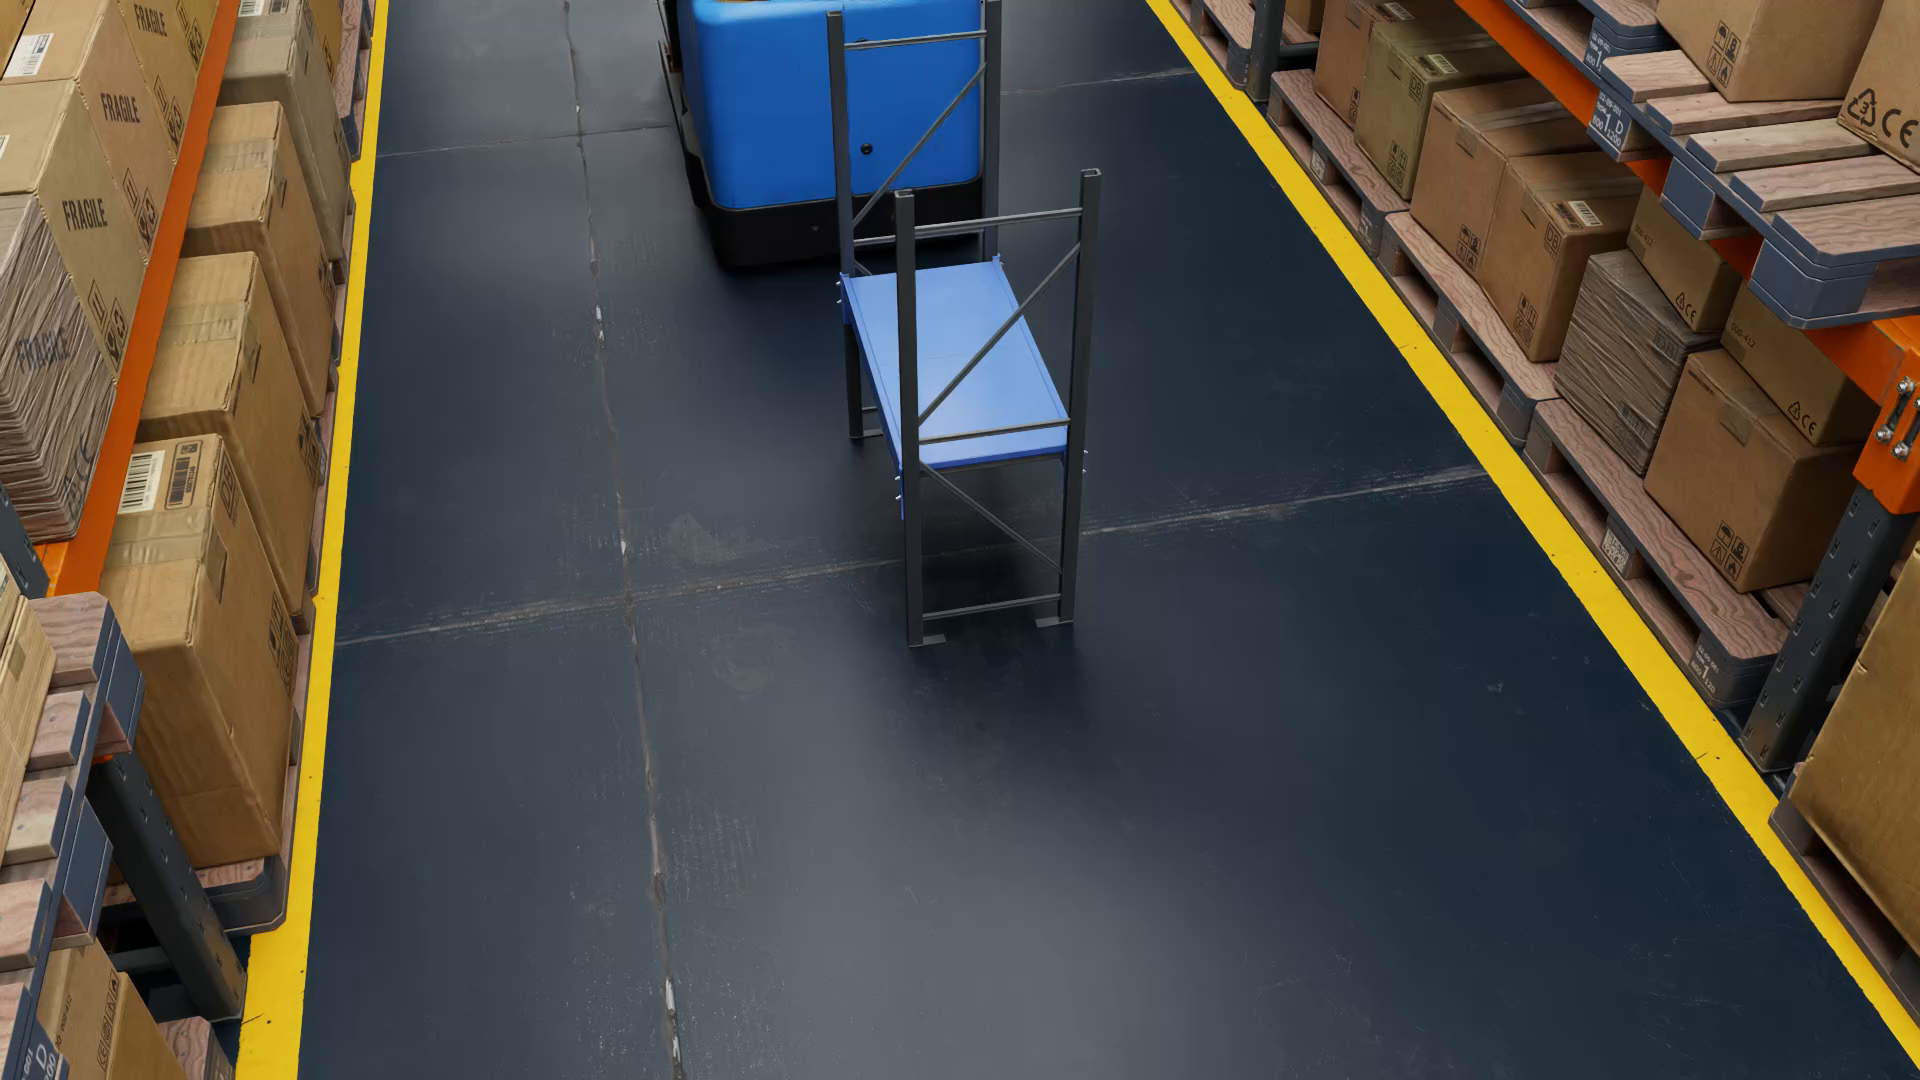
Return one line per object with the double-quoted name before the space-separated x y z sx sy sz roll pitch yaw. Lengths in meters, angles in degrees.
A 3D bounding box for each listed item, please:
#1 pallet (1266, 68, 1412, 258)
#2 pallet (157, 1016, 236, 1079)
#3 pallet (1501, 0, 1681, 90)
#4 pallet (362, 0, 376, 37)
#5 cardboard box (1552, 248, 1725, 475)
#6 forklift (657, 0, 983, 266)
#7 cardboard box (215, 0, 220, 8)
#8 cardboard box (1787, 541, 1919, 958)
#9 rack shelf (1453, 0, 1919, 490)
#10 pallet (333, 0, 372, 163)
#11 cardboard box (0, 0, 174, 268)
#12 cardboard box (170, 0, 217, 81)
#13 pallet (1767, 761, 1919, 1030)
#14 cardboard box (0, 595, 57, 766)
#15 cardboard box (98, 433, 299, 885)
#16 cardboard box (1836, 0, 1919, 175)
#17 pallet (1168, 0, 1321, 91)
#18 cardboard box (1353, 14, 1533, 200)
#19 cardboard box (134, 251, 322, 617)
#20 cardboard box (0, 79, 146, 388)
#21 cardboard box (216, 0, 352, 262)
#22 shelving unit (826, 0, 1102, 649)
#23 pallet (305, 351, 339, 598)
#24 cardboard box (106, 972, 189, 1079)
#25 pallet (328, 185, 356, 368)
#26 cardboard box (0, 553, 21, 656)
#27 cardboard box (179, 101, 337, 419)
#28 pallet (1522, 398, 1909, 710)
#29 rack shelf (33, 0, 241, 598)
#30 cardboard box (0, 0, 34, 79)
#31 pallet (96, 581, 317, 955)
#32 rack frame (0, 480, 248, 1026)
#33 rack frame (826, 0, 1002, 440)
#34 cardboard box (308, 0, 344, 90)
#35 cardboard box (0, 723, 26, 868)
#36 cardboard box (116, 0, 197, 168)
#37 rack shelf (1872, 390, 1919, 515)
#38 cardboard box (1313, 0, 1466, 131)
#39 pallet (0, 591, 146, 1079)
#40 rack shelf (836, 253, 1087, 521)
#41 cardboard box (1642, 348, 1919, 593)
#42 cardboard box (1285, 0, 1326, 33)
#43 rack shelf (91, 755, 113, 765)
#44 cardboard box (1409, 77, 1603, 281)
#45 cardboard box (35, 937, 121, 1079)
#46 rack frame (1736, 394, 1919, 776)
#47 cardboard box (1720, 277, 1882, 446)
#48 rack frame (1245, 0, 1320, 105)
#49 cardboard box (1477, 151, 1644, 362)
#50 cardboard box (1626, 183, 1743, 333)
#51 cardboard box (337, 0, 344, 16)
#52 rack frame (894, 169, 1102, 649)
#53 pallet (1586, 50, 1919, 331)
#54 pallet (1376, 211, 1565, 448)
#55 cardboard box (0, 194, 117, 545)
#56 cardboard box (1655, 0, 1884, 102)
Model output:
"pallet" 1.962 -1.637 6.935 1.003 0.211 1.213 -8 42 -9
"pallet" -2.042 1.604 3.284 1.003 0.211 1.213 -8 42 -9
"pallet" 2.188 -1.797 5.159 1.003 0.211 1.213 -8 42 -9
"pallet" -3.427 -2.792 8.237 1.003 0.211 1.213 -8 42 -9
"cardboard box" 2.359 -0.610 5.229 0.700 0.500 0.500 -12 43 -13
"forklift" -0.751 -3.125 6.563 1.130 2.935 3.031 -9 42 -10
"cardboard box" -2.590 -1.949 5.110 0.500 0.500 0.500 -9 42 -10
"cardboard box" 2.784 0.497 3.715 1.225 0.875 0.875 -10 43 -11
"rack shelf" 2.224 -1.619 5.356 1.077 0.370 4.000 -8 42 -9
"pallet" -3.160 -2.000 7.344 1.003 0.211 1.213 -8 42 -9
"cardboard box" -2.263 -0.969 4.007 0.500 0.500 0.500 -8 42 -9
"cardboard box" -2.481 -1.621 4.741 0.500 0.500 0.500 -8 42 -9
"pallet" 2.752 0.974 3.994 1.003 0.211 1.213 -8 42 -9
"cardboard box" -1.654 0.245 2.588 0.380 0.149 0.250 -8 42 -9
"cardboard box" -2.253 0.331 3.996 1.050 0.750 0.750 -9 42 -10
"cardboard box" 2.500 -1.130 3.872 0.500 0.500 0.500 -13 43 -15
"pallet" 1.613 -2.571 7.988 1.003 0.211 1.213 -8 42 -9
"cardboard box" 1.988 -1.701 6.458 0.700 0.500 0.500 -9 42 -10
"cardboard box" -2.445 -0.235 4.634 1.050 0.750 0.750 -8 42 -9
"cardboard box" -2.155 -0.642 3.639 0.500 0.500 0.500 -9 42 -10
"cardboard box" -2.851 -1.465 6.019 1.050 0.750 0.750 -9 42 -10
"shelving unit" -0.018 -0.616 4.814 0.538 1.500 1.048 -8 42 -9
"pallet" -2.566 -0.214 5.332 1.003 0.211 1.213 -8 42 -9
"cardboard box" -1.812 1.221 3.182 0.500 0.500 0.500 -9 42 -9
"pallet" -2.832 -1.007 6.225 1.003 0.211 1.213 -8 42 -9
"cardboard box" -1.658 0.135 2.488 0.380 0.149 0.250 -8 42 -8
"cardboard box" -2.646 -0.839 5.314 1.050 0.750 0.750 -8 42 -9
"pallet" 2.489 -0.055 5.153 1.003 0.211 1.213 -8 42 -9
"rack shelf" -2.641 -0.973 4.629 1.077 0.370 4.000 -8 42 -9
"cardboard box" -2.520 -1.310 3.637 0.700 0.500 0.500 -9 42 -10
"pallet" -2.306 0.575 4.443 1.003 0.211 1.213 -8 42 -9
"rack frame" -2.209 0.054 2.930 1.000 3.000 0.127 -8 42 -9
"rack frame" -0.128 -0.946 5.186 0.500 1.500 0.032 -8 42 -9
"cardboard box" -3.140 -2.319 6.887 0.875 0.875 0.875 -8 42 -9
"cardboard box" -1.602 0.406 2.406 0.380 0.149 0.250 -8 42 -9
"cardboard box" -2.369 -1.292 4.371 0.500 0.500 0.500 -9 42 -10
"rack shelf" 3.087 0.974 2.435 1.077 0.370 4.000 -8 42 -9
"cardboard box" 1.904 -2.013 6.809 0.700 0.500 0.500 -11 43 -13
"pallet" -1.951 0.572 2.490 1.213 0.211 1.003 -8 42 -9
"rack shelf" -0.018 -0.482 4.934 0.538 0.185 1.000 -8 42 -9
"cardboard box" 2.492 -0.252 4.826 0.700 0.500 0.500 -10 43 -12
"cardboard box" 1.745 -2.671 7.566 0.500 0.500 0.500 -10 42 -11
"rack shelf" -1.777 1.619 1.708 1.077 0.370 4.000 -8 42 -9
"cardboard box" 2.110 -1.338 6.049 0.700 0.500 0.500 -12 43 -13
"cardboard box" -1.806 0.957 2.914 0.500 0.250 0.500 -9 42 -10
"rack frame" 2.656 -0.591 3.656 1.000 3.000 0.127 -8 42 -9
"cardboard box" 2.482 -0.531 4.576 0.500 0.250 0.500 -7 42 -8
"rack frame" 1.792 -3.184 6.577 1.000 3.000 0.127 -8 42 -9
"cardboard box" 2.230 -0.977 5.642 0.700 0.500 0.500 -5 42 -6
"cardboard box" 2.357 -0.874 4.961 0.500 0.250 0.500 -4 42 -4
"cardboard box" -3.338 -2.903 7.545 0.875 0.875 0.875 -8 42 -9
"rack frame" 0.091 -0.287 4.443 0.500 1.500 0.032 -8 42 -9
"pallet" 2.398 -0.966 4.223 1.213 0.211 1.003 -8 42 -9
"pallet" 2.229 -0.844 6.042 1.003 0.211 1.213 -8 42 -9
"cardboard box" -2.042 -0.313 3.268 0.500 0.500 0.500 -8 42 -9
"cardboard box" 2.282 -1.477 4.263 0.700 0.500 0.500 -3 42 -3
